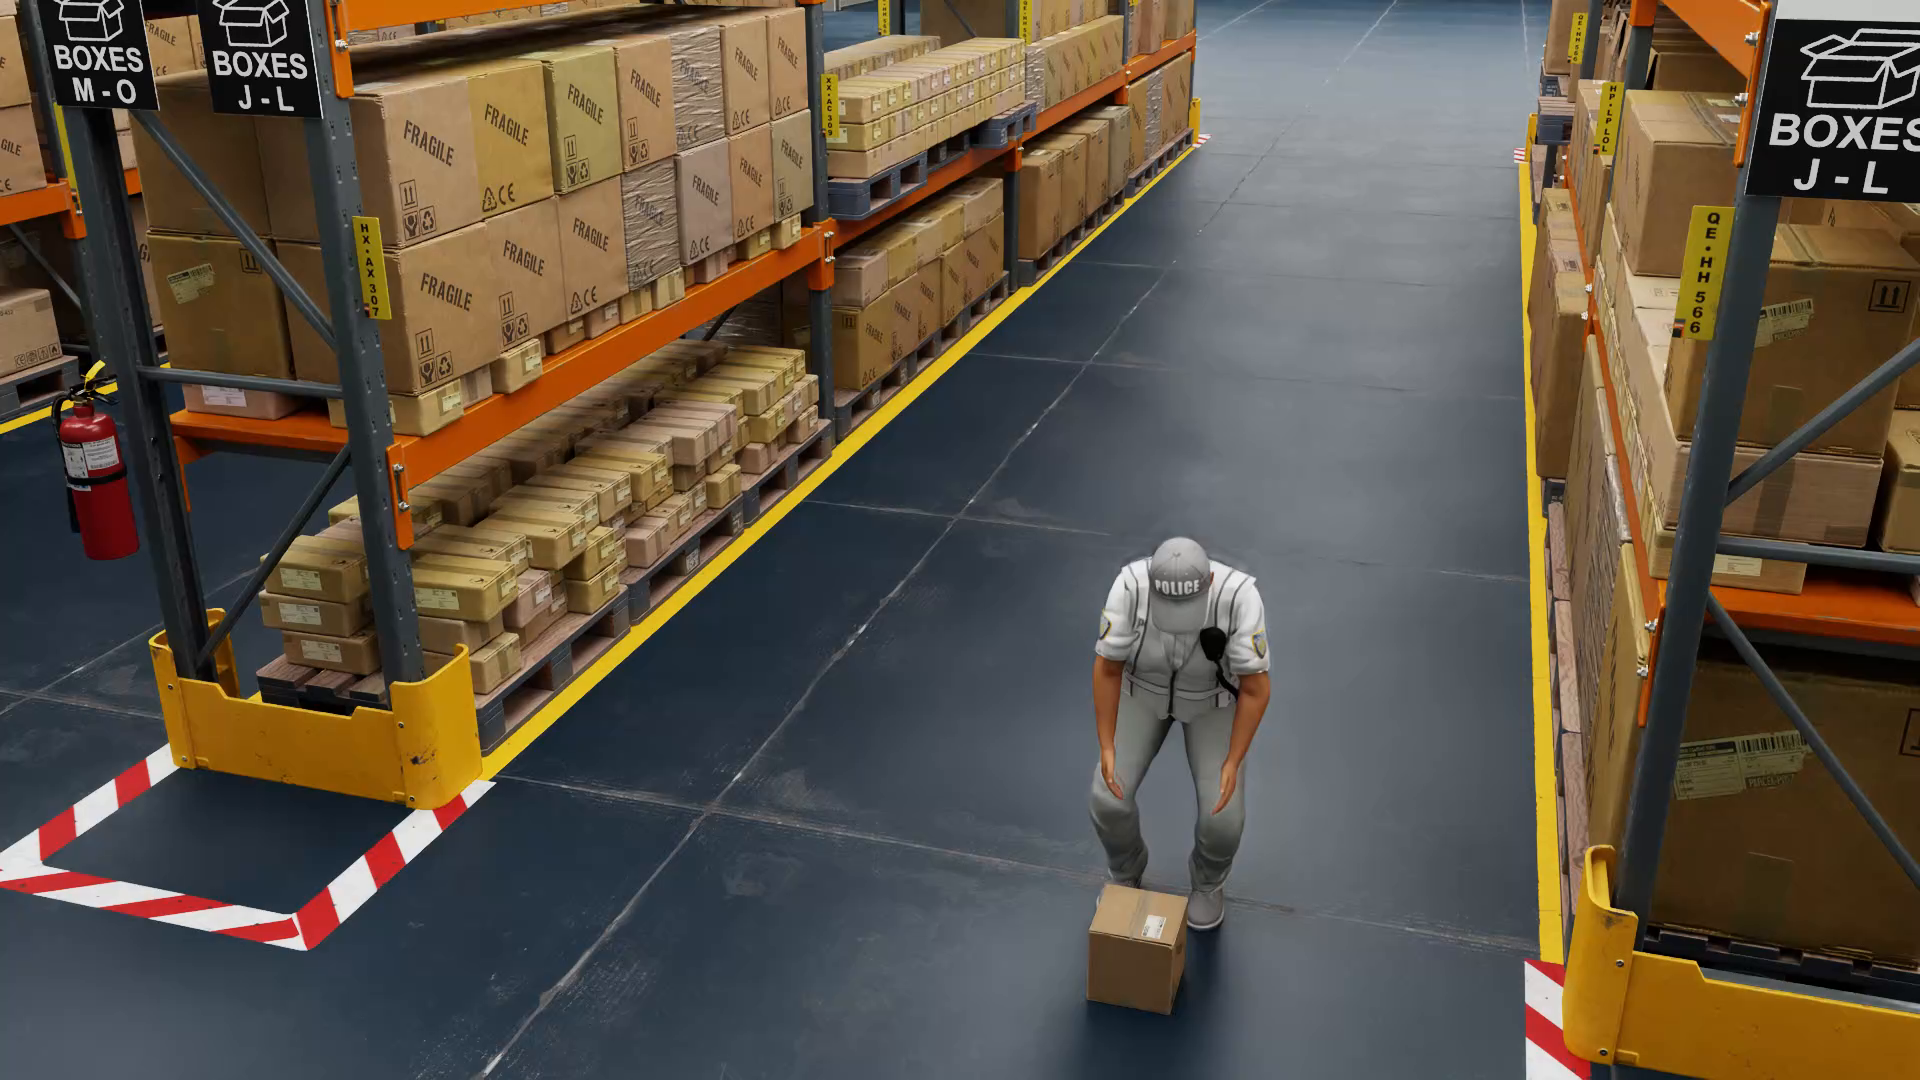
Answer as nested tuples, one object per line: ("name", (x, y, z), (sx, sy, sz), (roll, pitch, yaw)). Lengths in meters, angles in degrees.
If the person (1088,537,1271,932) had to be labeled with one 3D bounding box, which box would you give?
("person", (0.684, 0.556, 5.110), (0.534, 1.379, 0.728), (7, 23, 16))
